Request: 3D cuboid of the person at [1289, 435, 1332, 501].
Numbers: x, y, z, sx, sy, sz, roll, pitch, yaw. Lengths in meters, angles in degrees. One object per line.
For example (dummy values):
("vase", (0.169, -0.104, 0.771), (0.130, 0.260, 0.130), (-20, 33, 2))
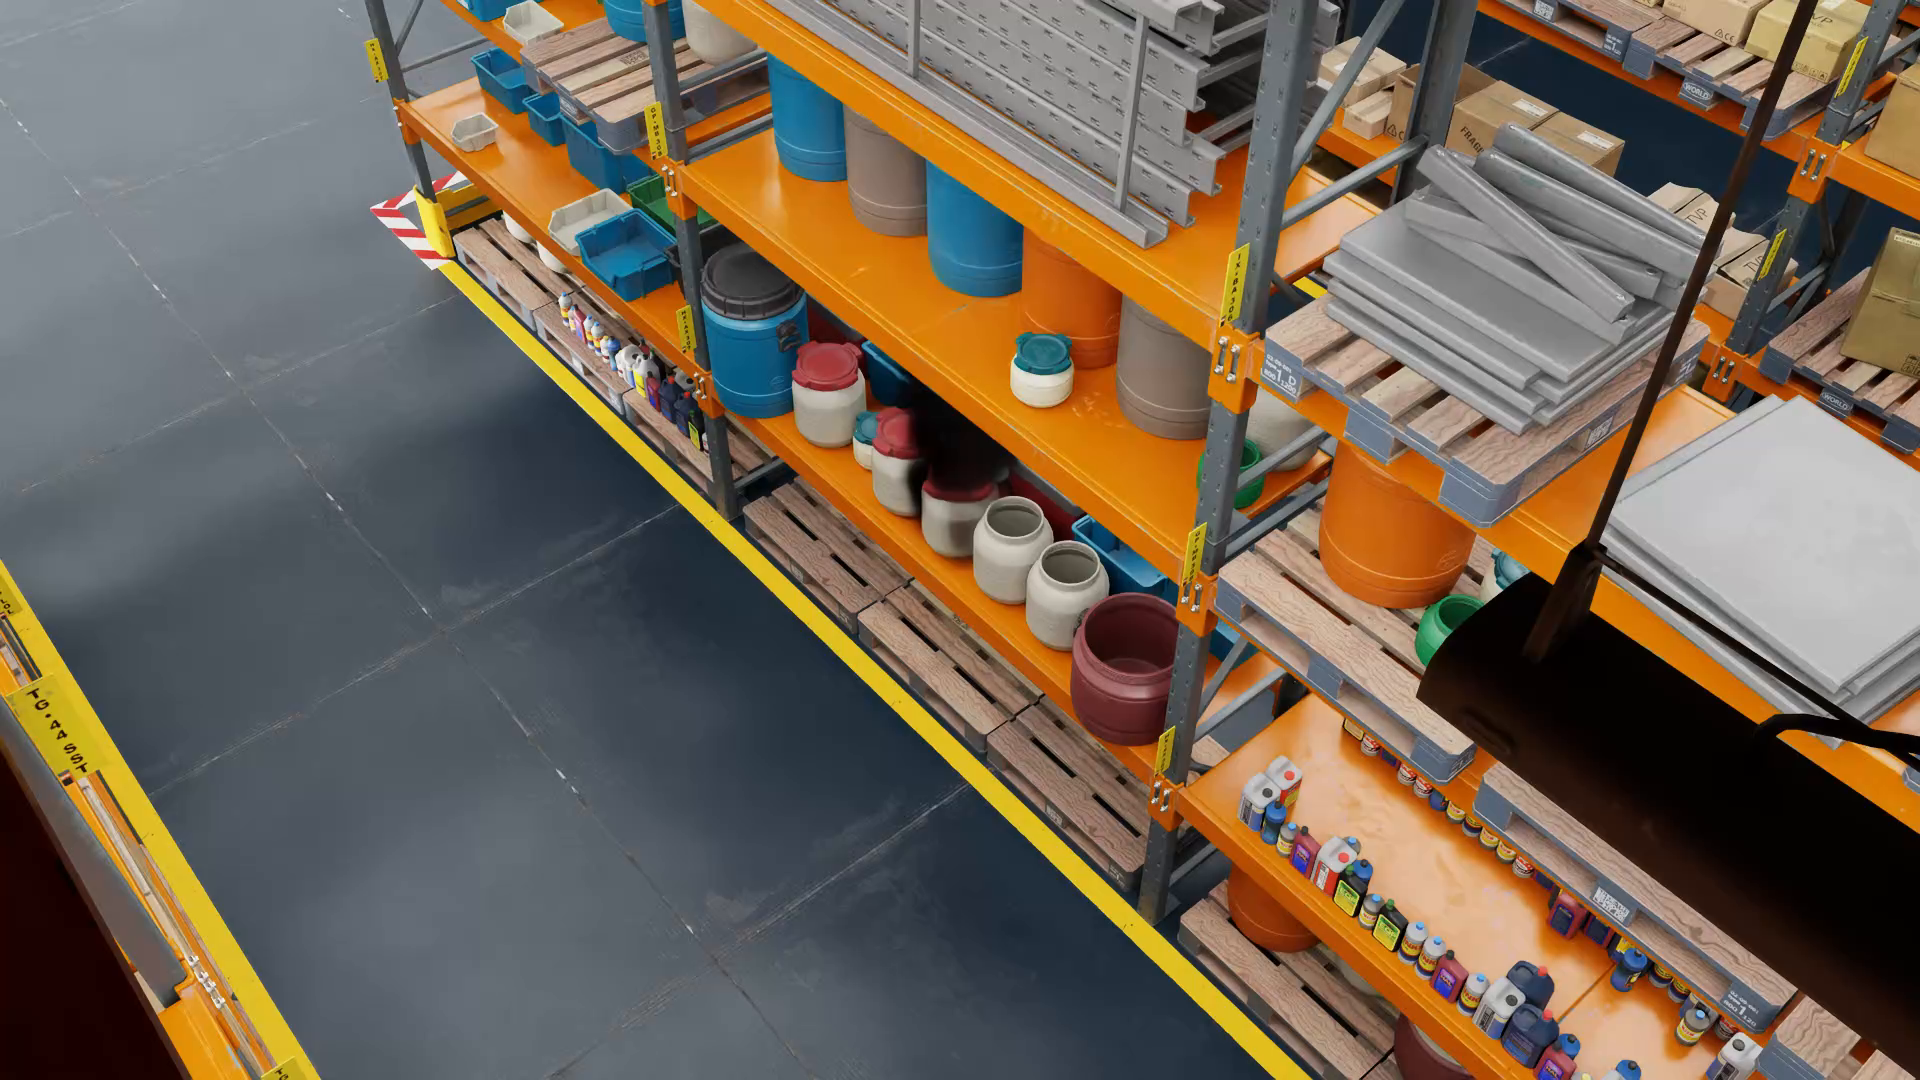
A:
("person", (2.455, -0.644, 9.996), (1.186, 1.816, 0.674), (36, 56, 29))
